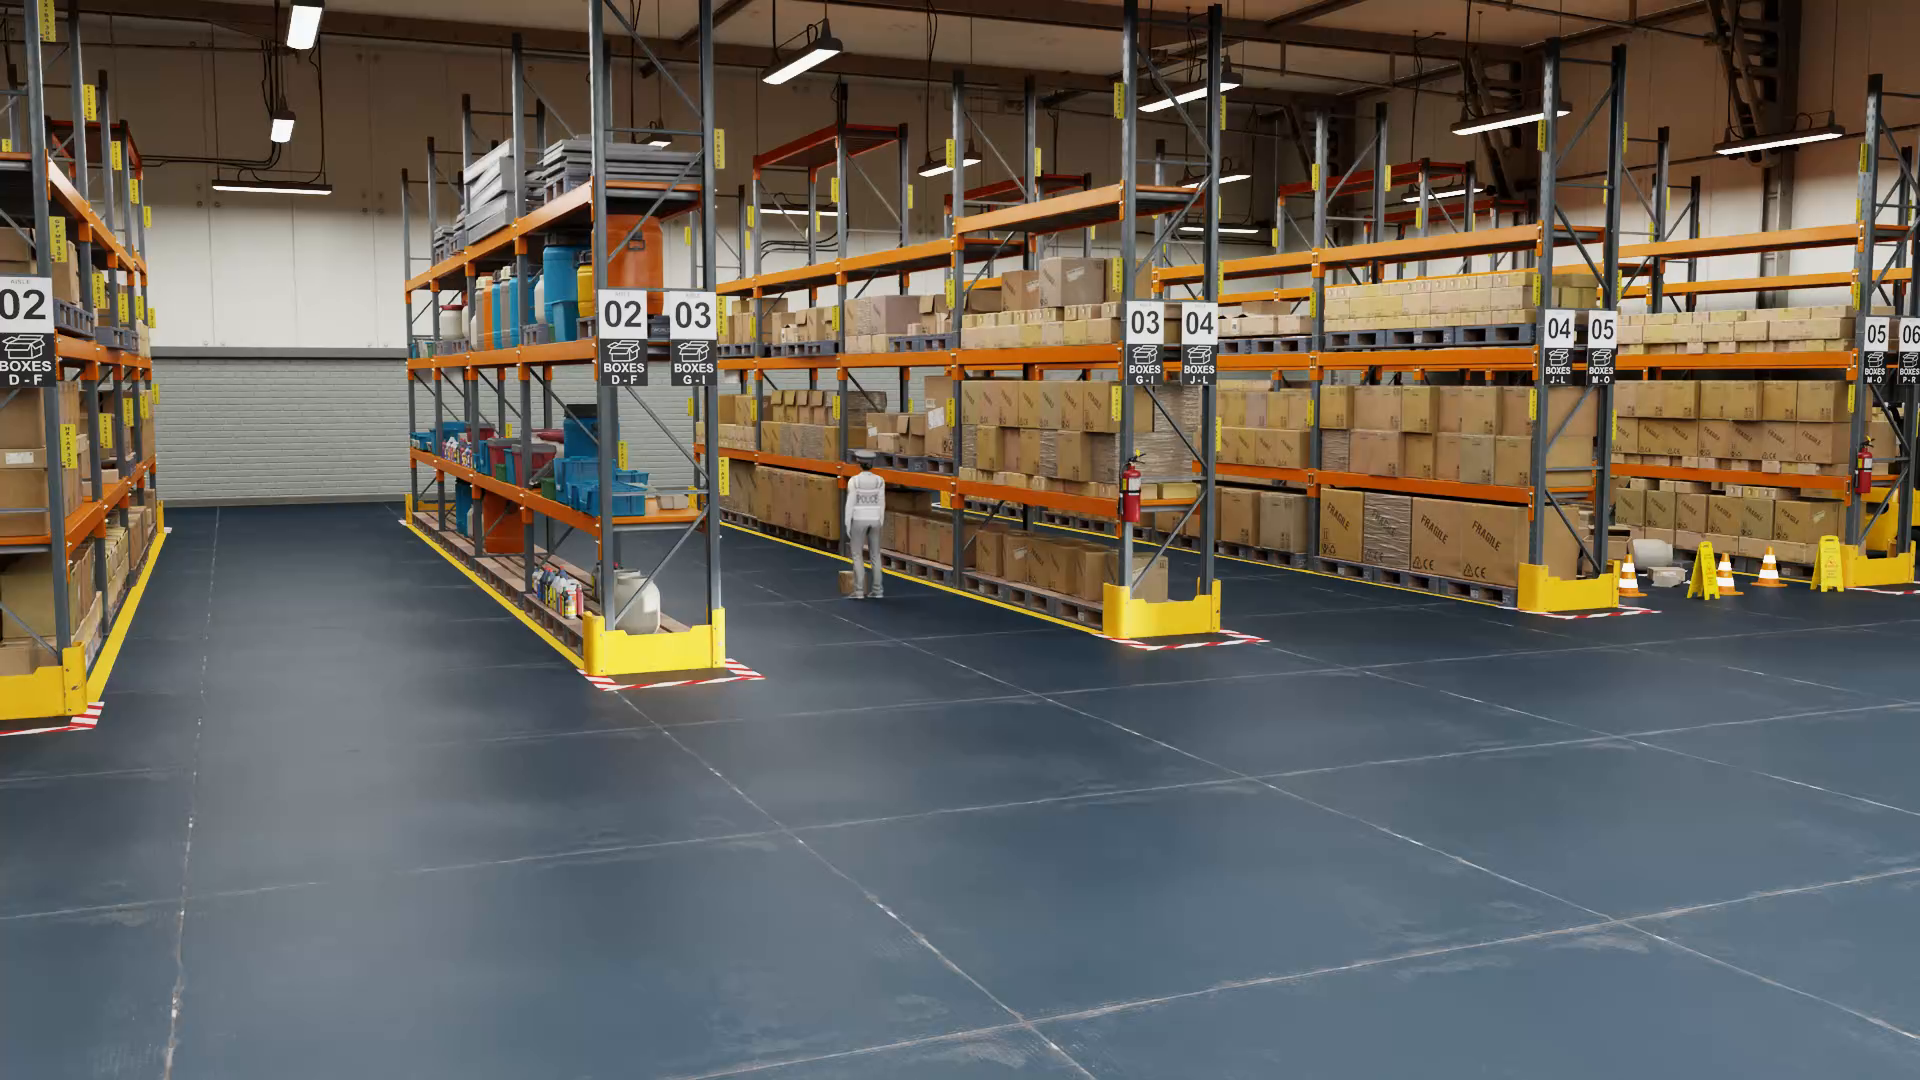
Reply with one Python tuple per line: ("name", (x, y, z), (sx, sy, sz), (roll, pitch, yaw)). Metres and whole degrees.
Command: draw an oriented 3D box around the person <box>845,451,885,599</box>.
("person", (-1.077, -0.168, 18.726), (0.467, 1.673, 0.330), (-2, 6, -22))
